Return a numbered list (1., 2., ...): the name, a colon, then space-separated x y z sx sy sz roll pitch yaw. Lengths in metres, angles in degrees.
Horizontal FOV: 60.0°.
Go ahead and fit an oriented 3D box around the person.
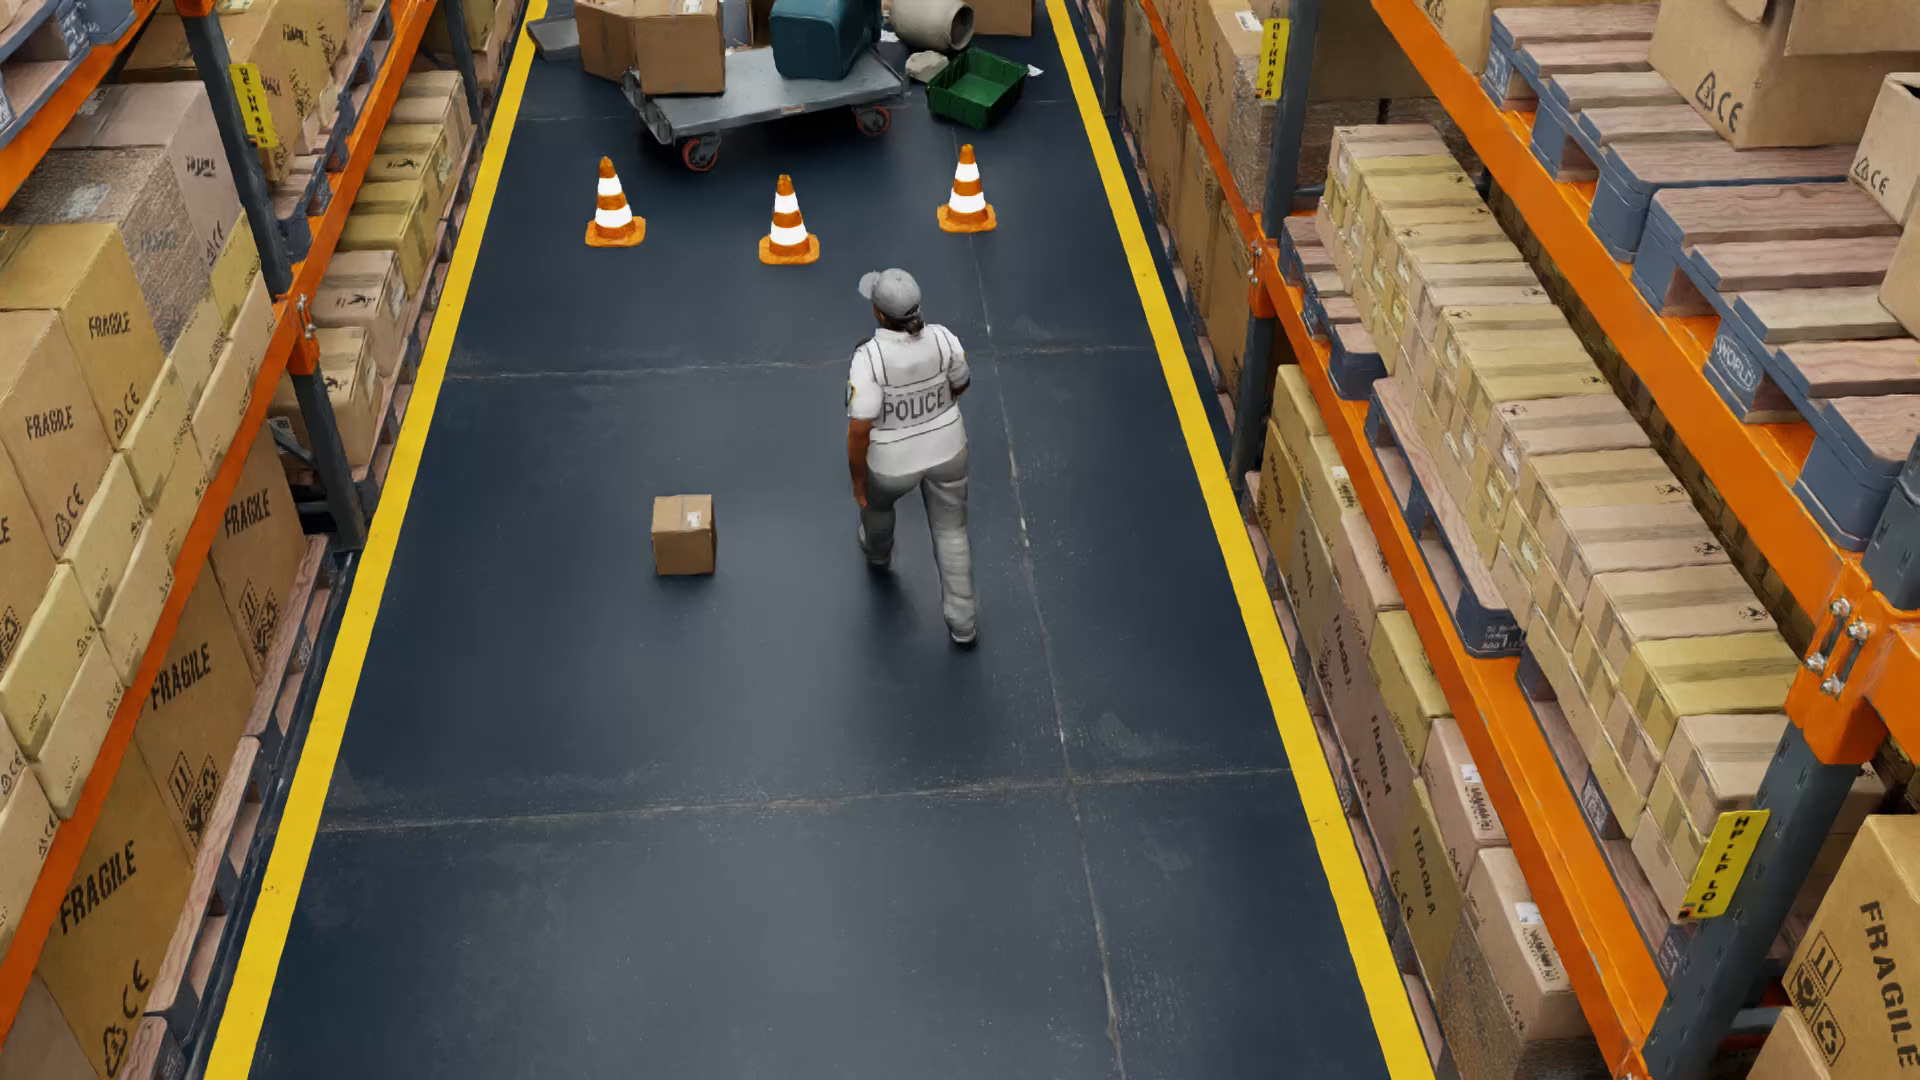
1. person: 5.478 -15.724 21.898 26.110 5.992 37.296 -13 41 -15
